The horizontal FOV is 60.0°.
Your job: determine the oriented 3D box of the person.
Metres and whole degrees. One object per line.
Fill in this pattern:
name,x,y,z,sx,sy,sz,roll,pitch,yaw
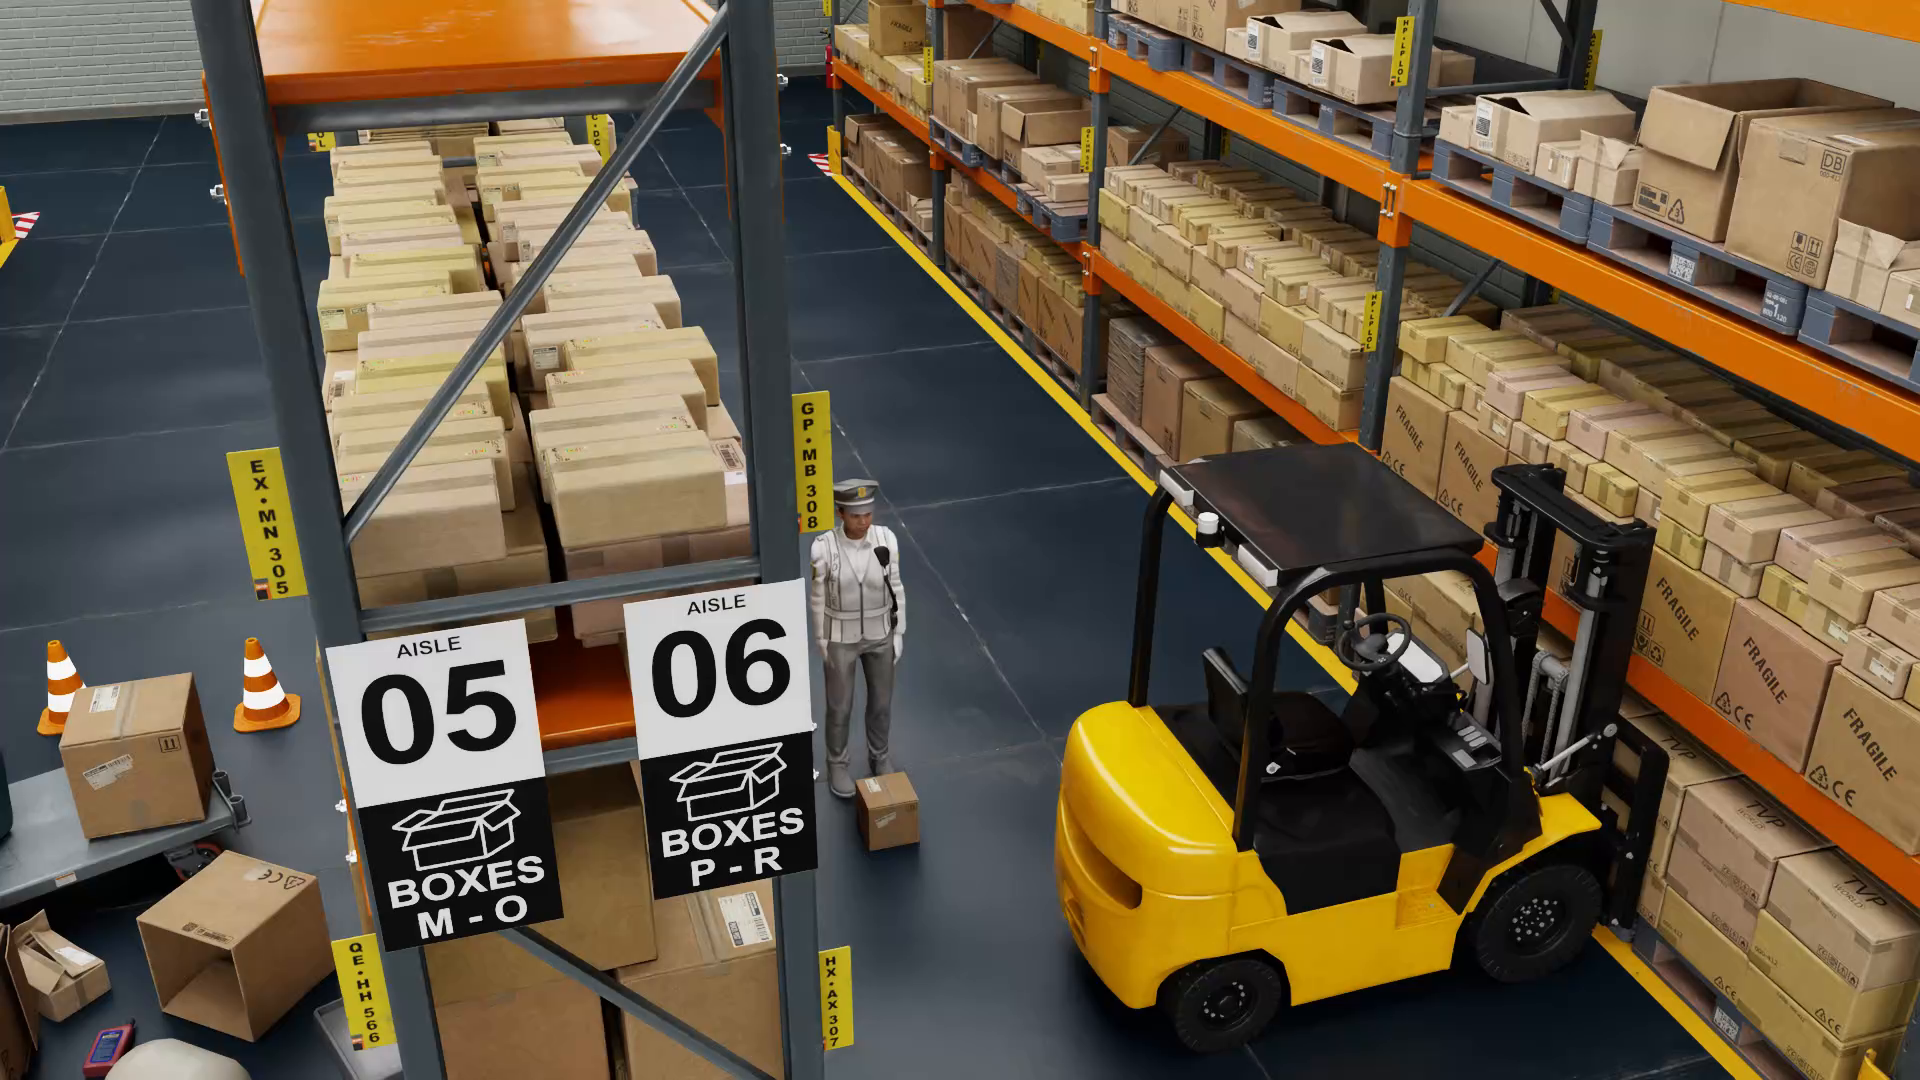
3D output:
person,-0.488,0.493,8.157,0.466,1.723,0.343,-8,27,-15
